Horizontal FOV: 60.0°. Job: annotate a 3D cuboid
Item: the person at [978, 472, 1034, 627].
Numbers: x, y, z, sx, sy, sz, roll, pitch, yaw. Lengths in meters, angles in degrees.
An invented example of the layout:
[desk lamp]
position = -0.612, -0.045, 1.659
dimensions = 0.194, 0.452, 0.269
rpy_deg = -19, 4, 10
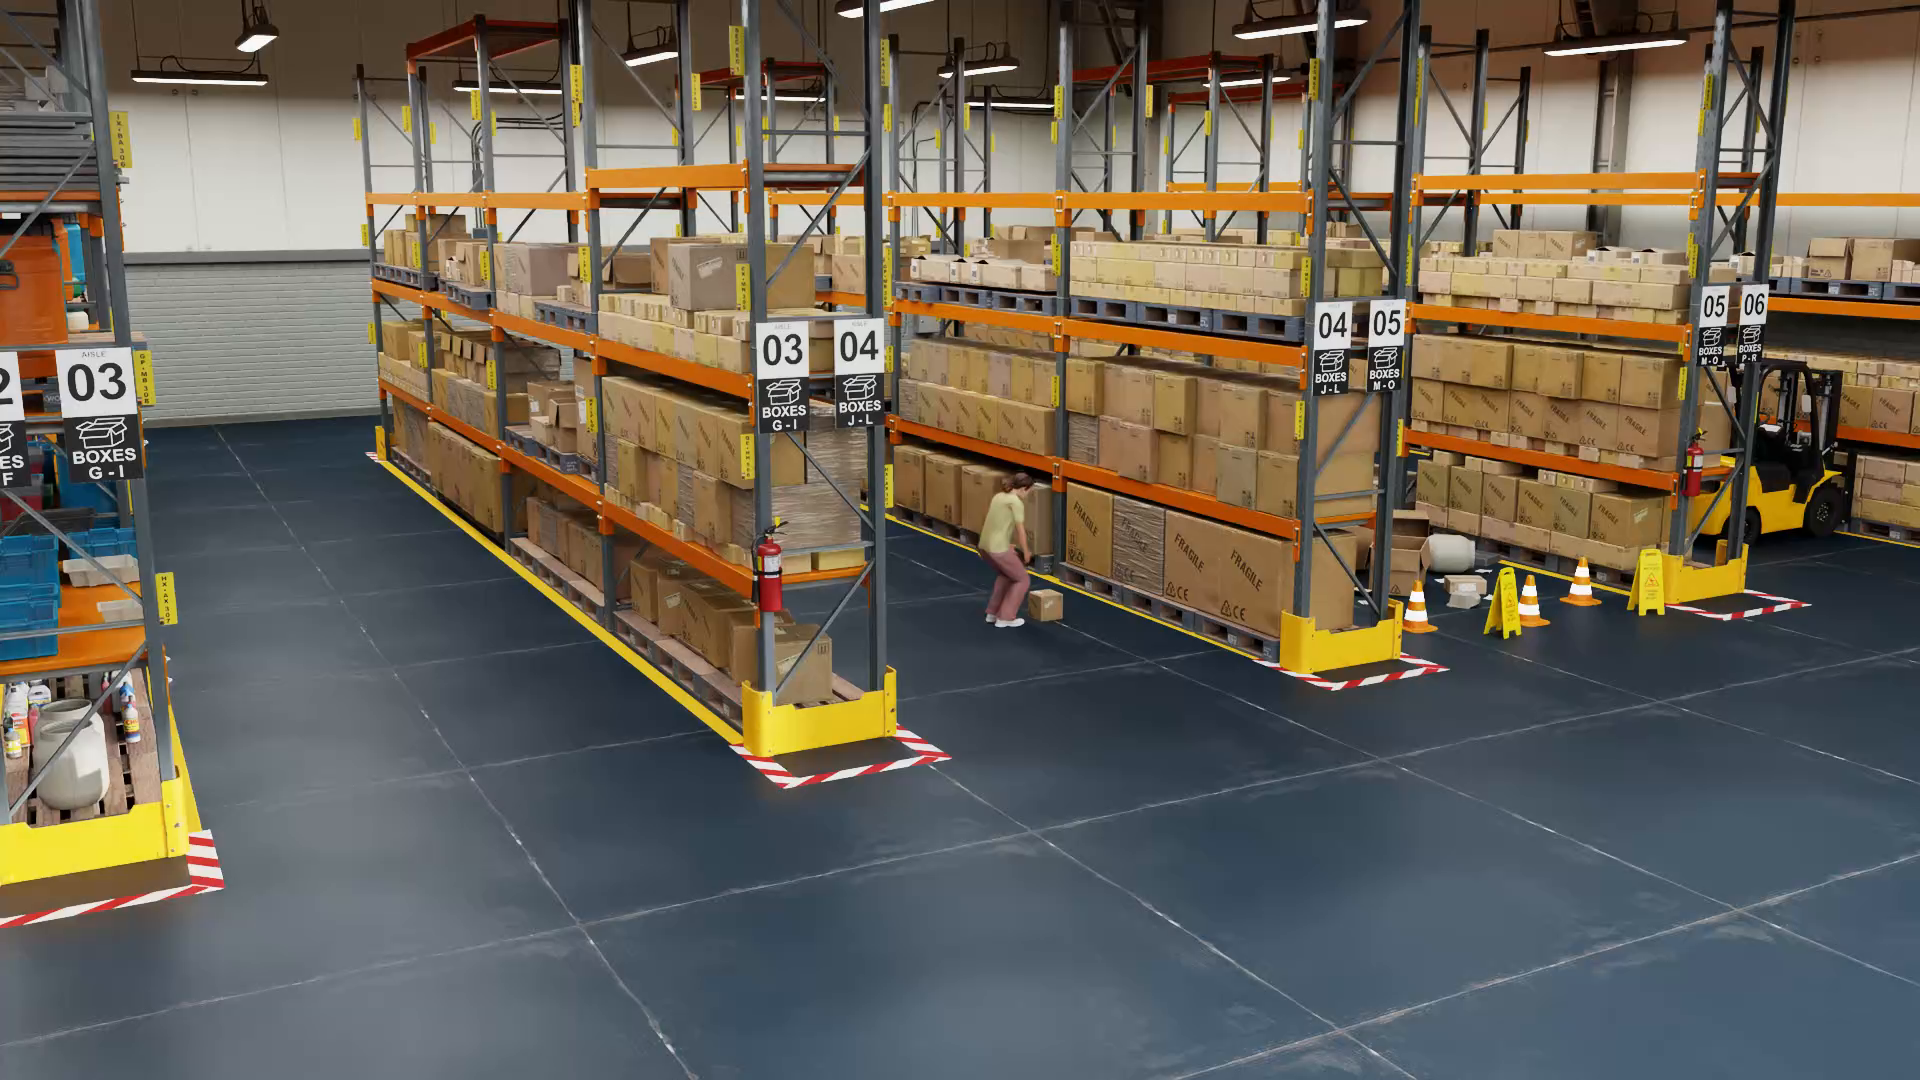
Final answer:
[person]
position = 0.448, 0.086, 16.069
dimensions = 0.575, 1.469, 0.504
rpy_deg = -6, 13, -27
